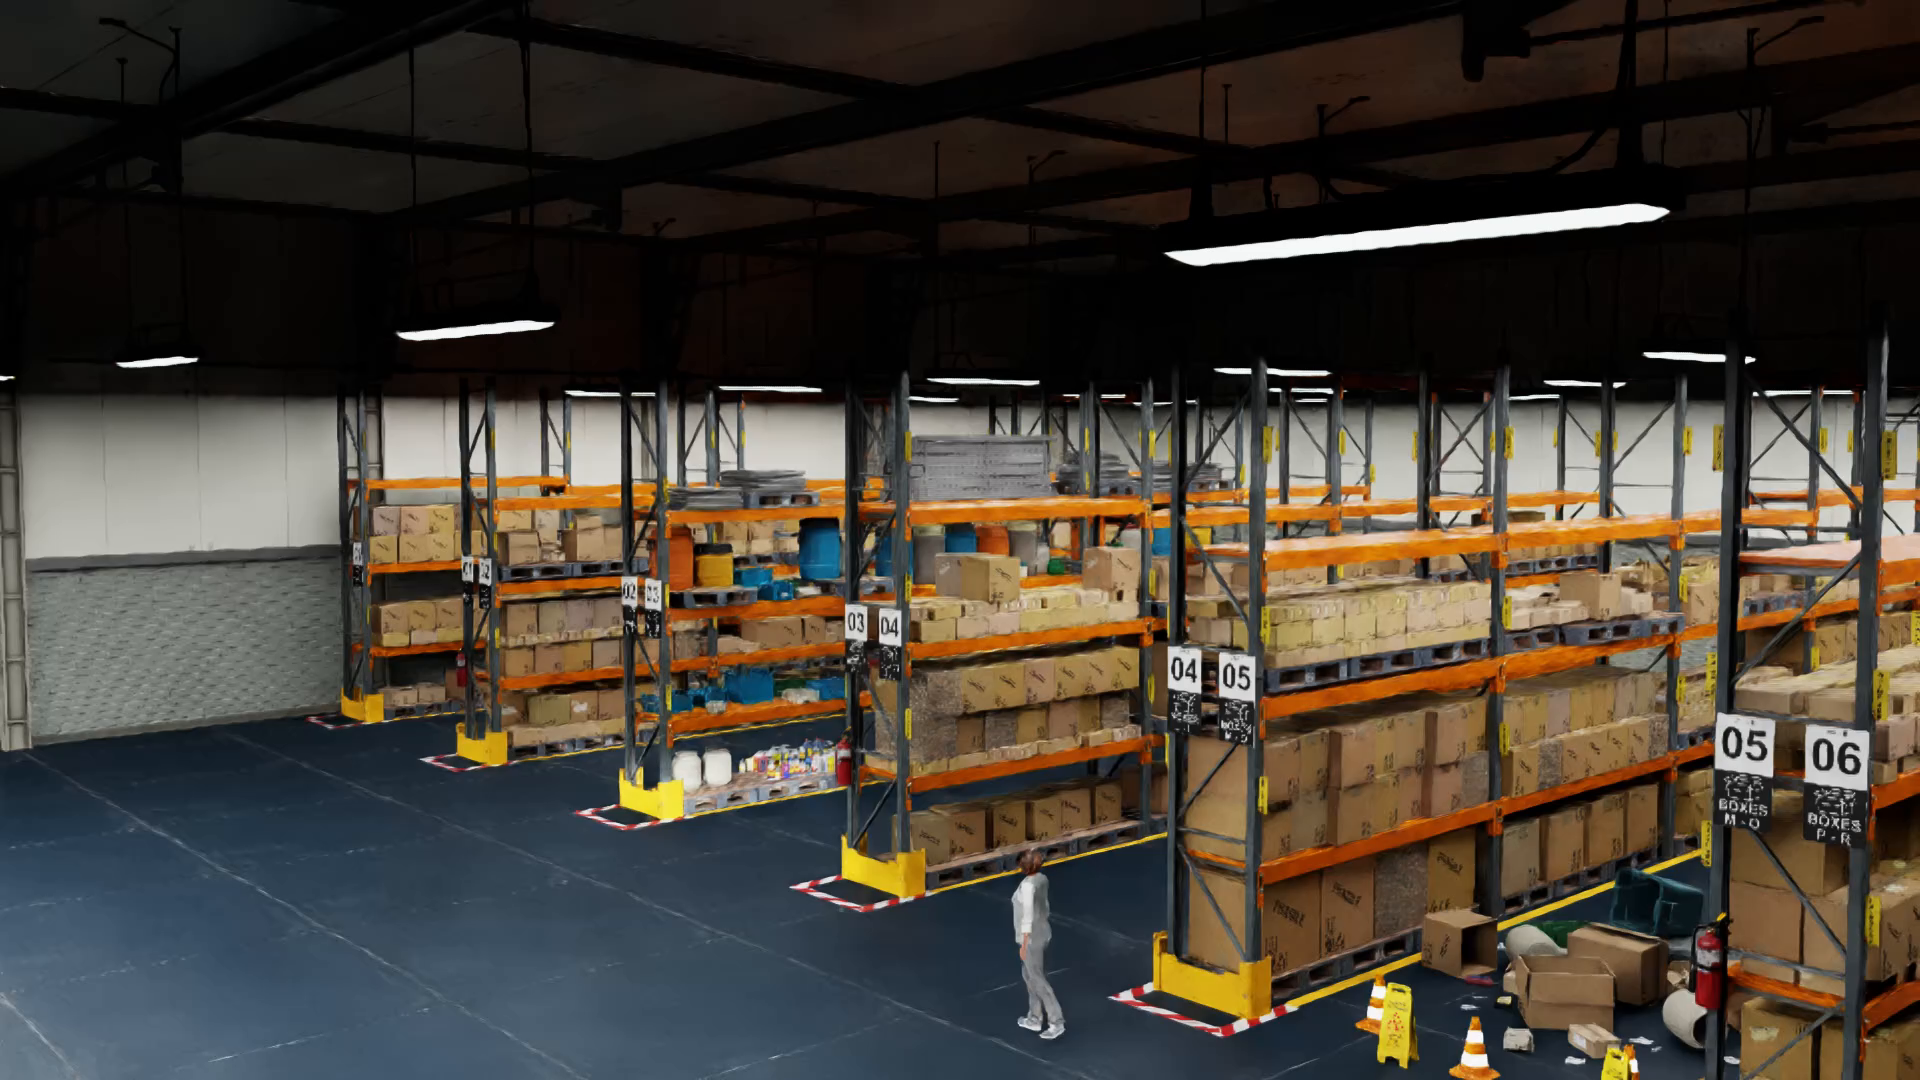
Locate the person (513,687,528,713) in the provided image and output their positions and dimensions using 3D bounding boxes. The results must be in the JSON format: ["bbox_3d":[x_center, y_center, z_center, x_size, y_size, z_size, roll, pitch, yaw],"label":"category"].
[{"bbox_3d":[-8.076,2.301,30.252,0.457,1.754,0.609,1,4,21],"label":"person"}]

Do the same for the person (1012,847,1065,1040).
[{"bbox_3d":[0.688,3.496,14.266,0.485,1.482,0.515,2,4,23],"label":"person"}]
